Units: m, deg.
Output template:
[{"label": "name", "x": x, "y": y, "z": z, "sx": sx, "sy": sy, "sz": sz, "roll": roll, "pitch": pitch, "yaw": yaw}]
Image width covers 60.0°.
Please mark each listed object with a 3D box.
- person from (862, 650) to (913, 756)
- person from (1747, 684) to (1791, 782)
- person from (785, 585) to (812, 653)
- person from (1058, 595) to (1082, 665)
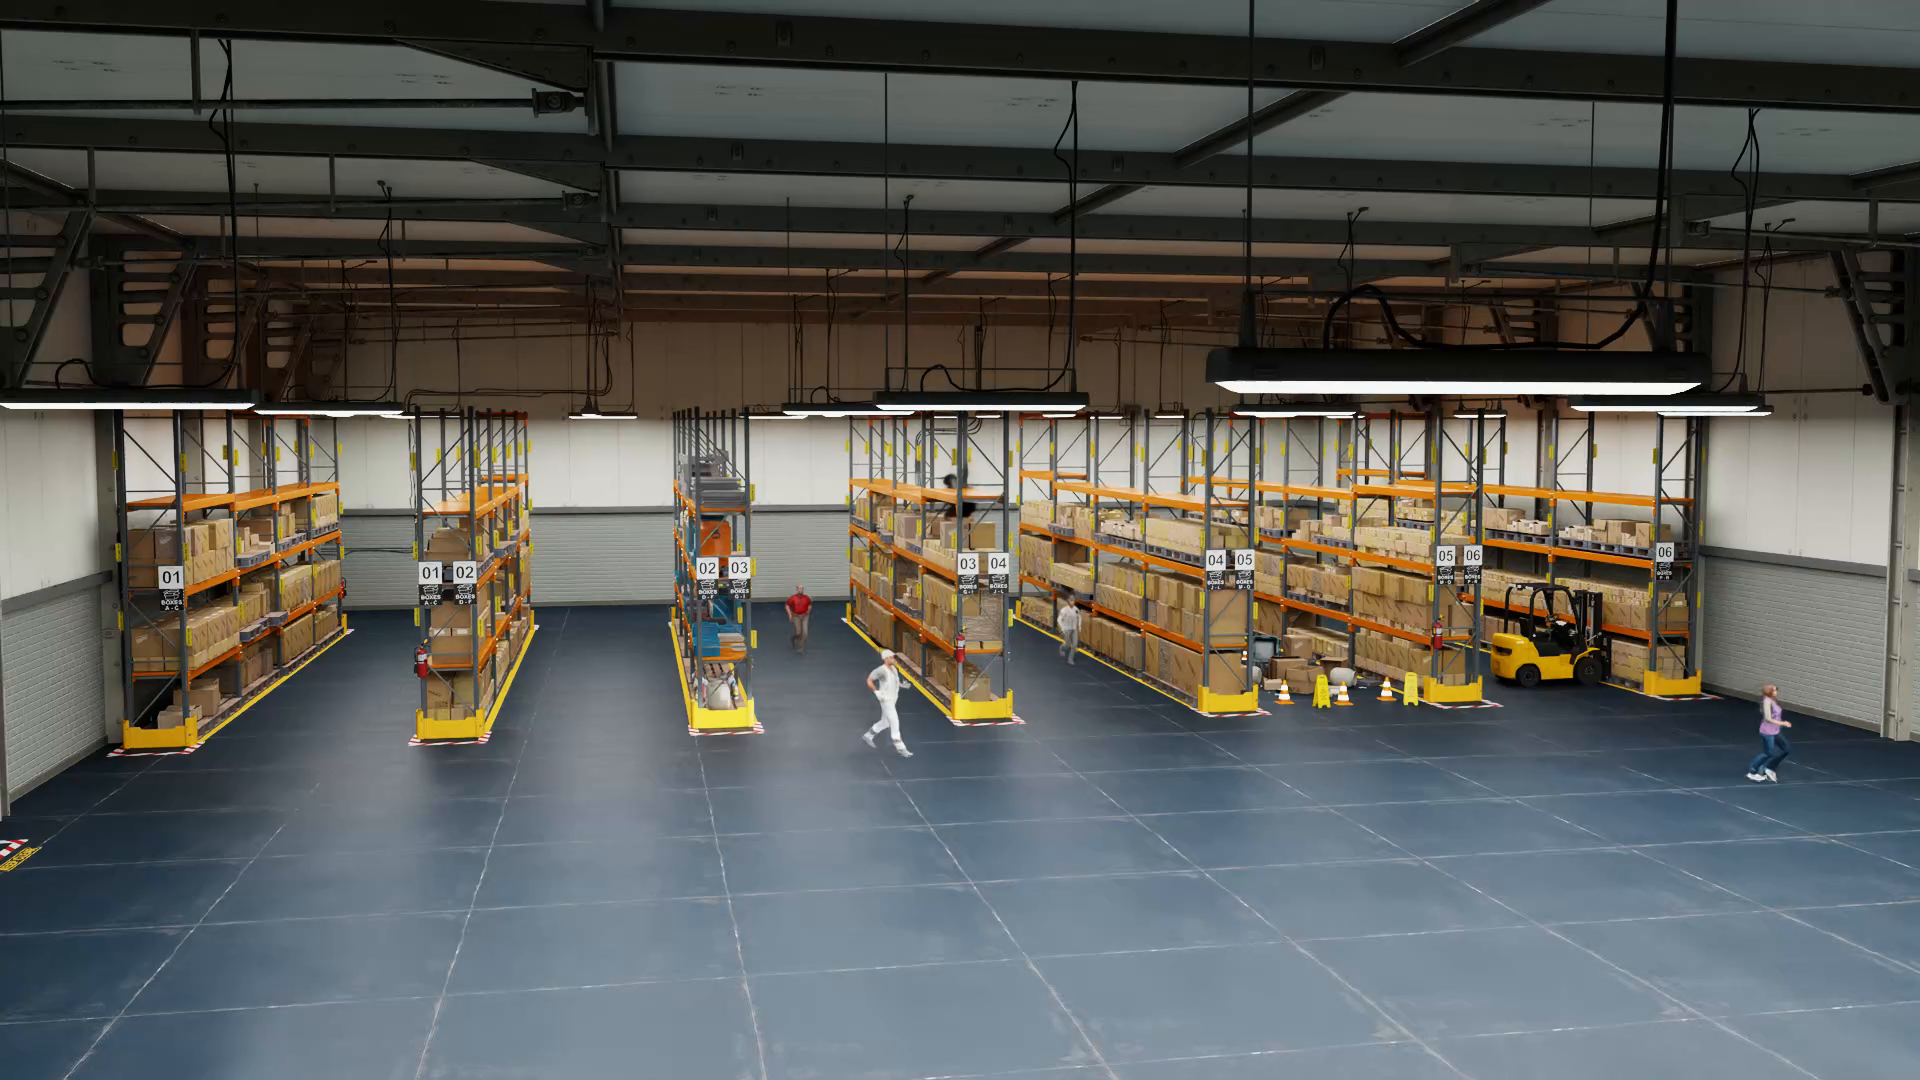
[{"label": "person", "x": -1.246, "y": 2.778, "z": 28.585, "sx": 0.990, "sy": 1.801, "sz": 0.652, "roll": 2, "pitch": 4, "yaw": 22}, {"label": "person", "x": 12.847, "y": 3.058, "z": 26.363, "sx": 0.629, "sy": 1.578, "sz": 0.540, "roll": 3, "pitch": 5, "yaw": 38}, {"label": "person", "x": -3.963, "y": 1.956, "z": 41.256, "sx": 0.665, "sy": 1.681, "sz": 0.597, "roll": -2, "pitch": 4, "yaw": -24}, {"label": "person", "x": 2.590, "y": 2.104, "z": 39.424, "sx": 0.603, "sy": 1.641, "sz": 0.593, "roll": -1, "pitch": 4, "yaw": -18}]
